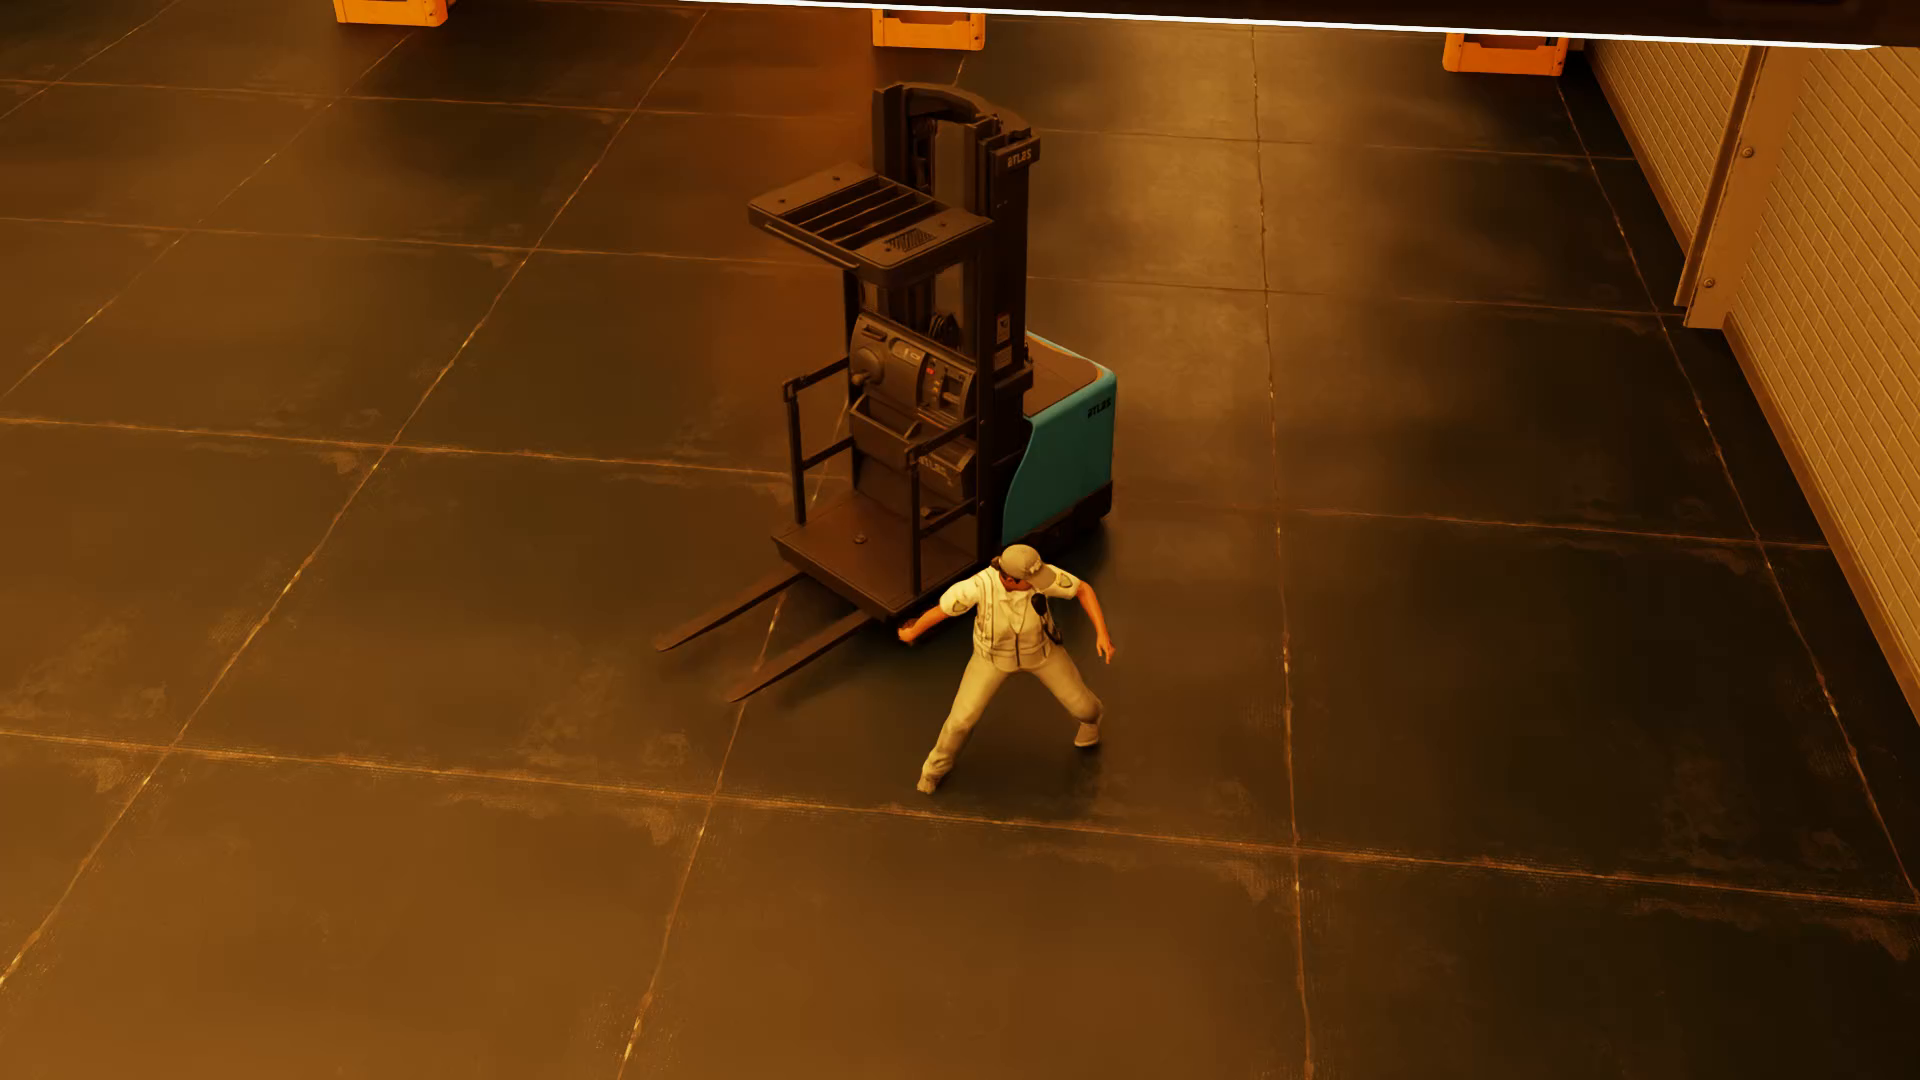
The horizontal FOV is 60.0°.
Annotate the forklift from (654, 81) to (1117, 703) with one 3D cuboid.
[{"bbox_3d":[-0.423,-0.906,9.259,1.130,2.935,3.031,30,46,34],"label":"forklift"}]

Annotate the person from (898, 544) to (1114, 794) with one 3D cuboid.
[{"bbox_3d":[0.237,0.620,8.472,1.091,1.602,0.539,-2,36,-3],"label":"person"}]
